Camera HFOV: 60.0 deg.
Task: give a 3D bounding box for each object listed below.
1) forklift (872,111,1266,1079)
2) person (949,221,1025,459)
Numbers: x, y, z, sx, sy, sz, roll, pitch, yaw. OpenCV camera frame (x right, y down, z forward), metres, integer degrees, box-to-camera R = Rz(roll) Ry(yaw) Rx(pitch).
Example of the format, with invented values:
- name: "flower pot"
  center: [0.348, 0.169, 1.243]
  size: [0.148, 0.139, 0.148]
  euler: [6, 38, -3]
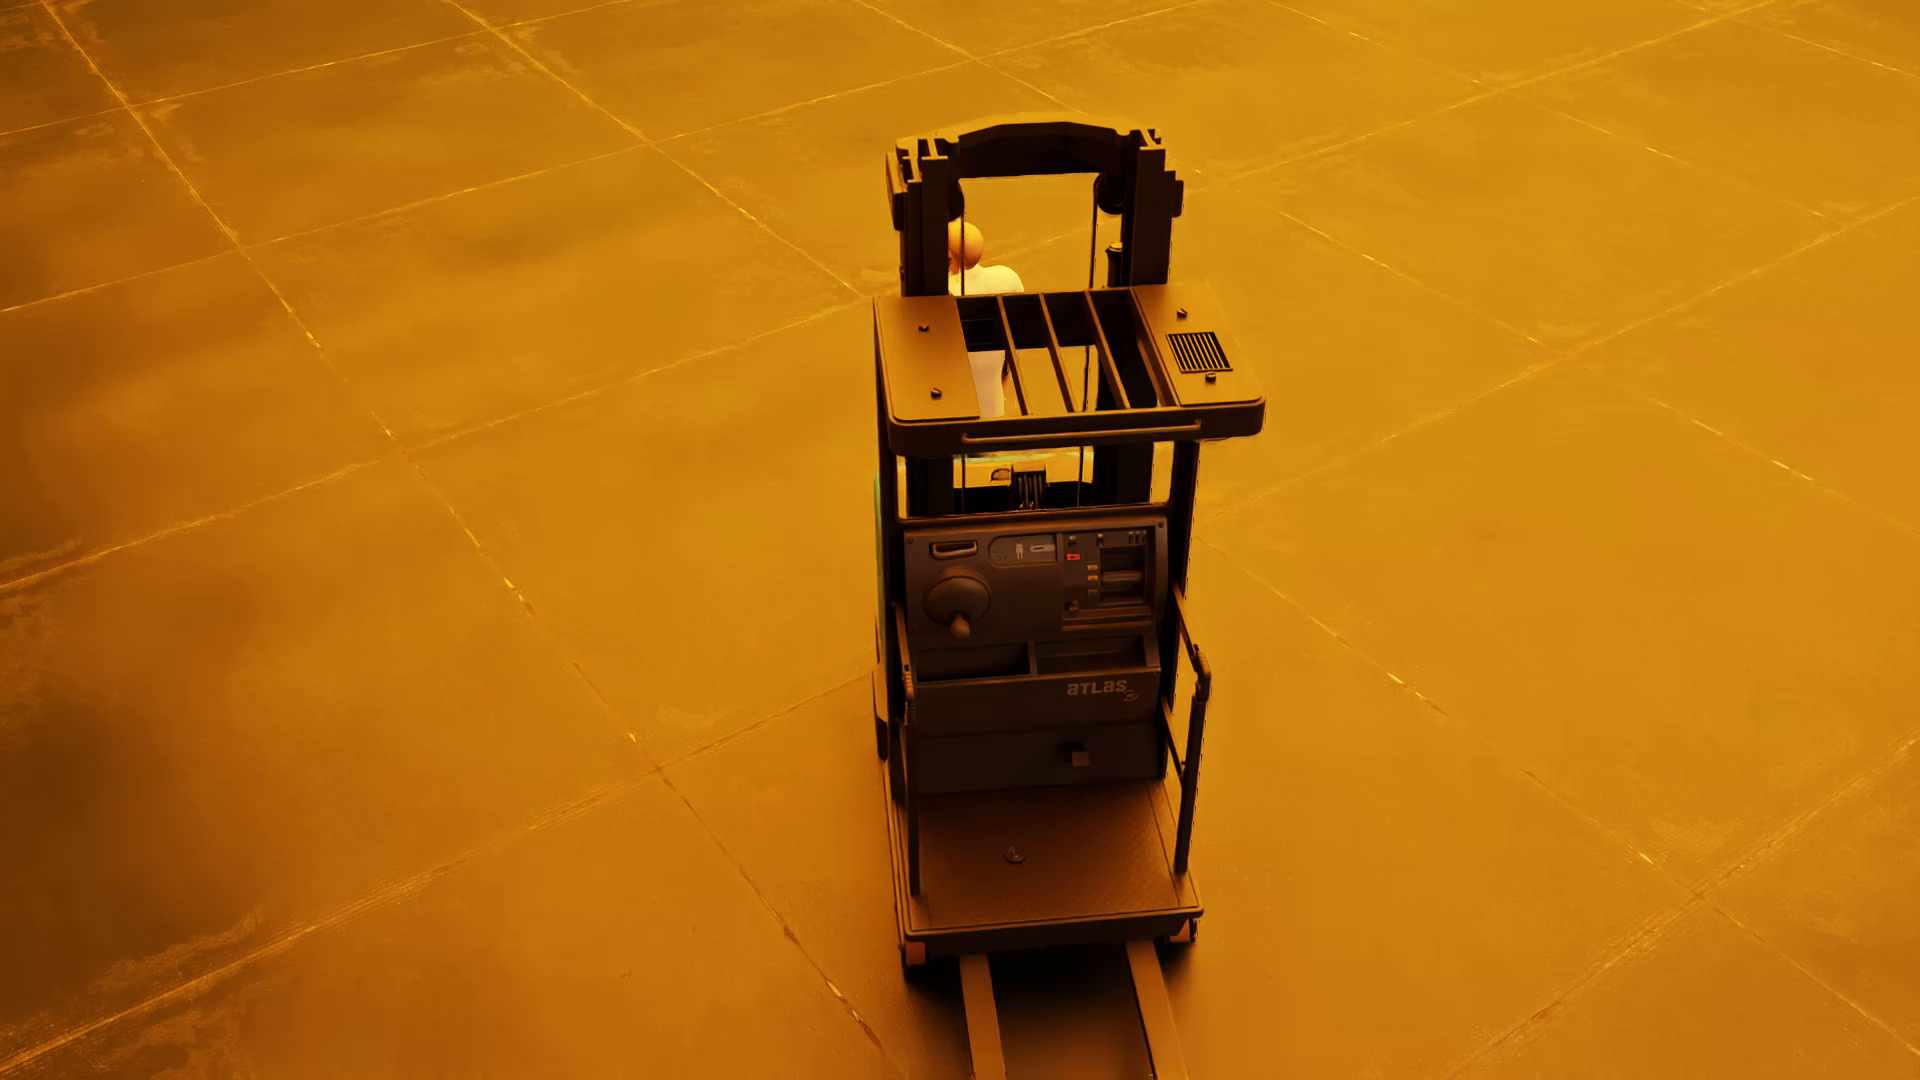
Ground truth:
- name: "forklift"
  center: [0.295, 0.199, 5.675]
  size: [1.130, 2.935, 3.031]
  euler: [-4, 37, -5]
- name: "person"
  center: [-0.048, -0.766, 7.939]
  size: [0.694, 1.775, 0.581]
  euler: [-23, 42, -28]
